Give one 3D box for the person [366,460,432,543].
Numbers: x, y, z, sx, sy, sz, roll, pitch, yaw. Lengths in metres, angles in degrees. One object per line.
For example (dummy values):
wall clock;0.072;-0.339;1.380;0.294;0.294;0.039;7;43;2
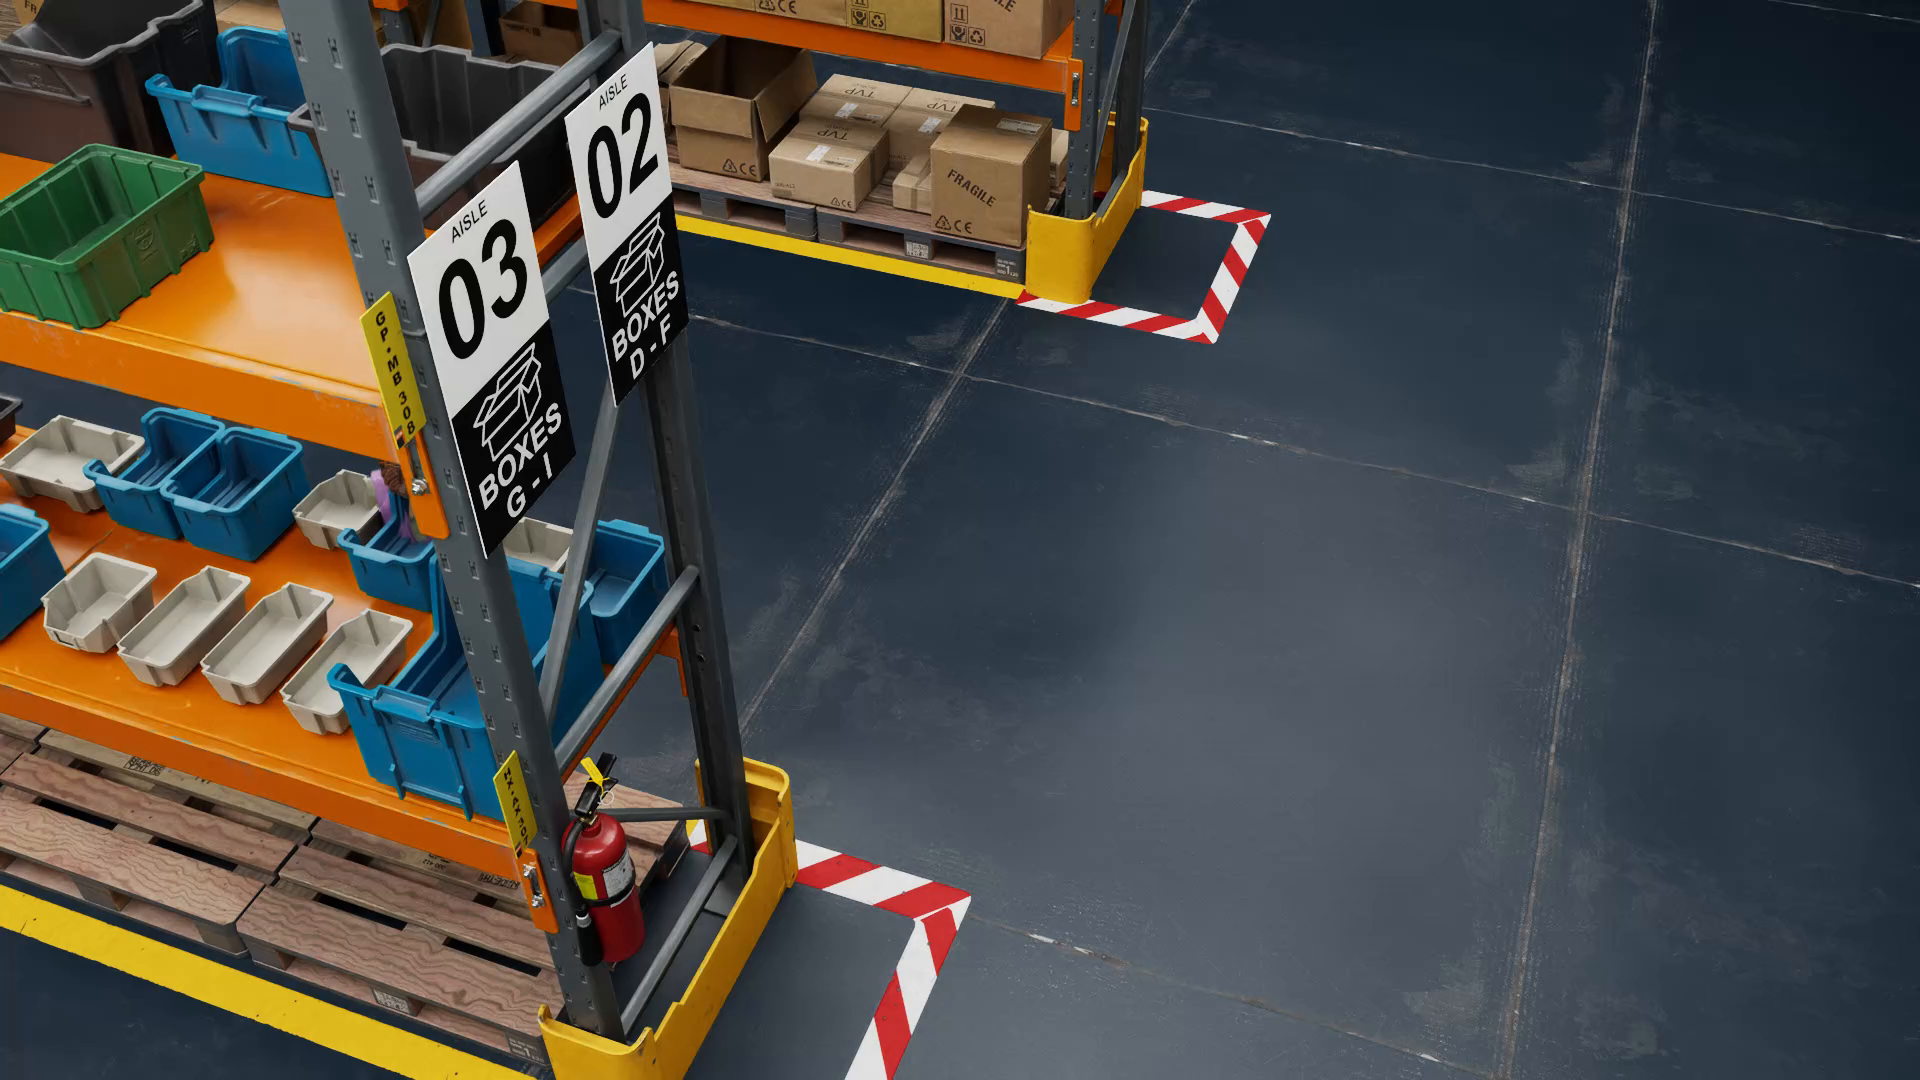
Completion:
person;-1.716;0.211;5.663;0.423;1.554;0.377;-4;42;-4
